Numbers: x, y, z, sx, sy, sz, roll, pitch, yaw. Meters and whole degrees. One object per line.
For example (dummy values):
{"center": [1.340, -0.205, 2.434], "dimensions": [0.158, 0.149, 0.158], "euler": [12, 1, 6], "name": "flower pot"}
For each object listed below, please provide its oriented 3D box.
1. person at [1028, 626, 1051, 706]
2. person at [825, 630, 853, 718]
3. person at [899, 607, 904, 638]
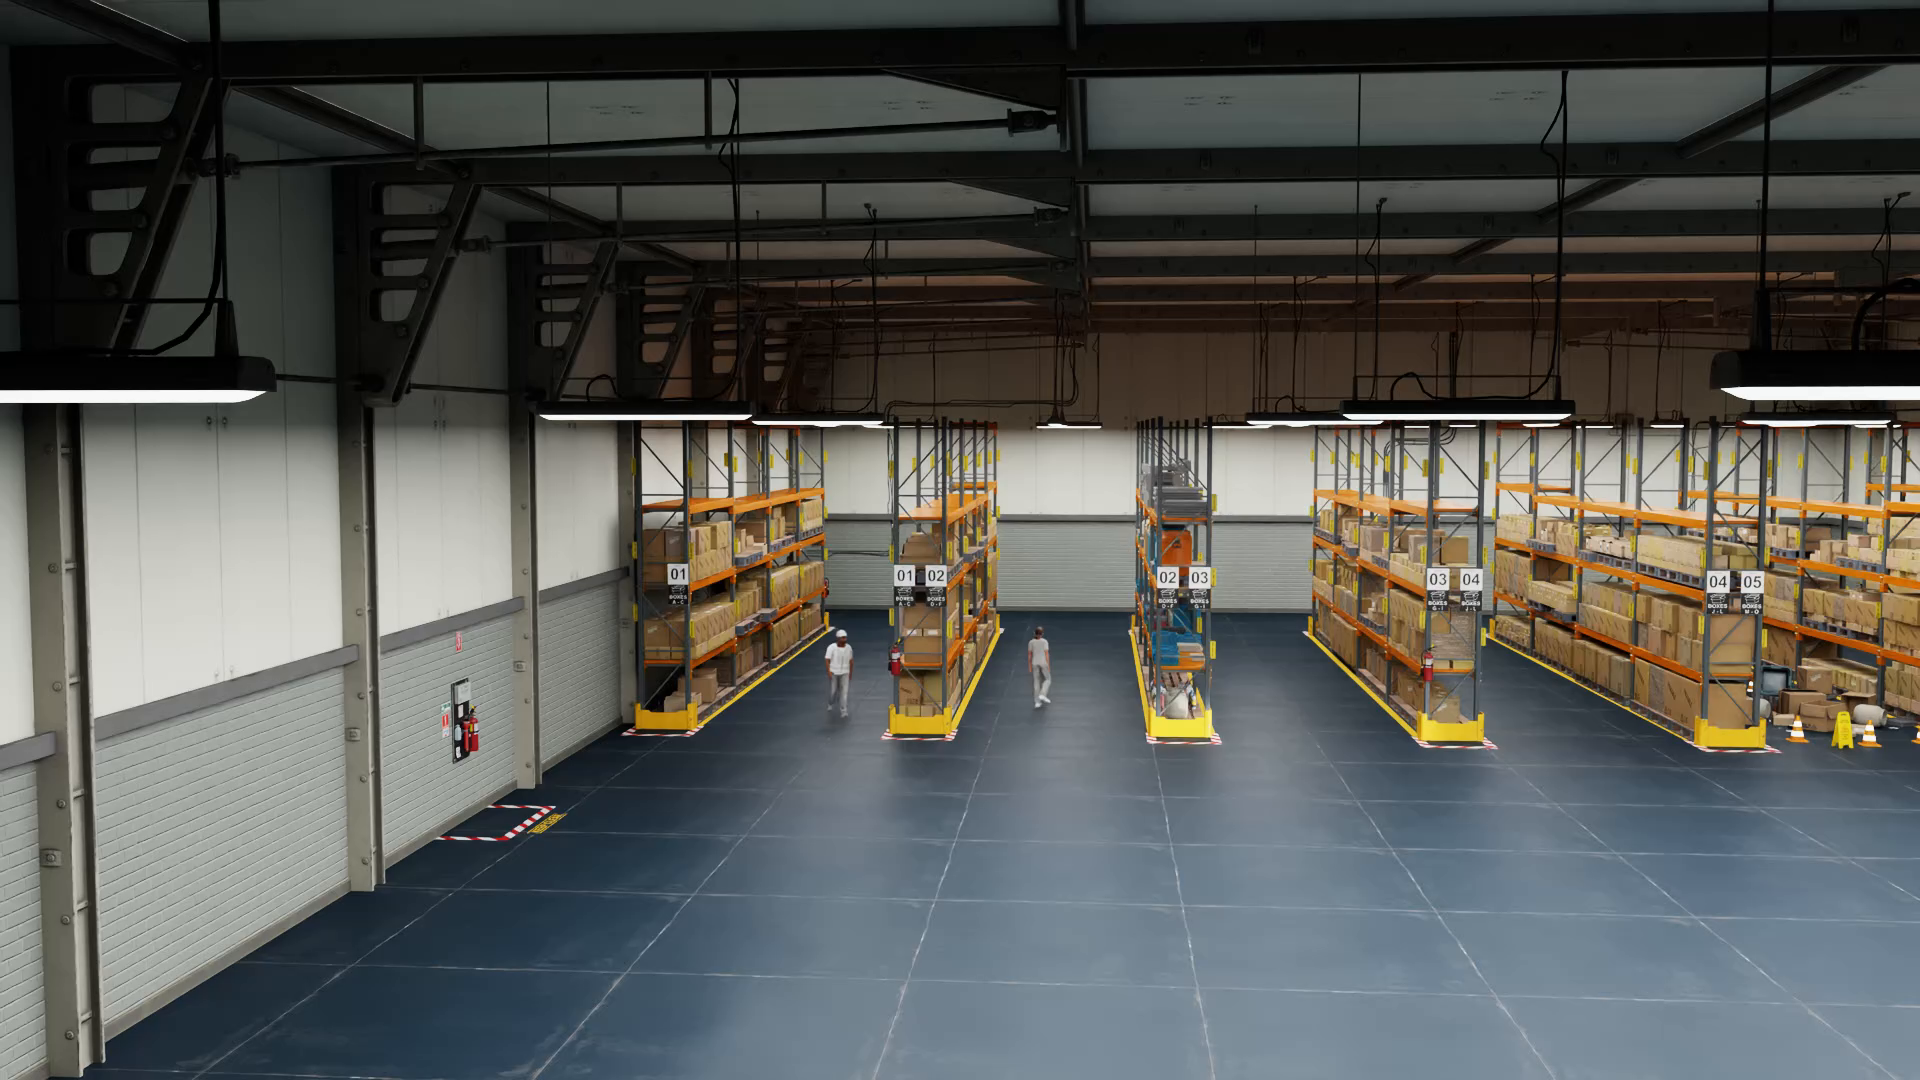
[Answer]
{"center": [1.651, 2.622, 34.623], "dimensions": [0.491, 1.659, 0.458], "euler": [1, 4, 17], "name": "person"}
{"center": [-2.391, 2.682, 33.387], "dimensions": [0.635, 1.732, 0.953], "euler": [-2, 4, -24], "name": "person"}
{"center": [-1.531, 1.862, 46.101], "dimensions": [0.610, 1.657, 1.074], "euler": [0, 4, 6], "name": "person"}
